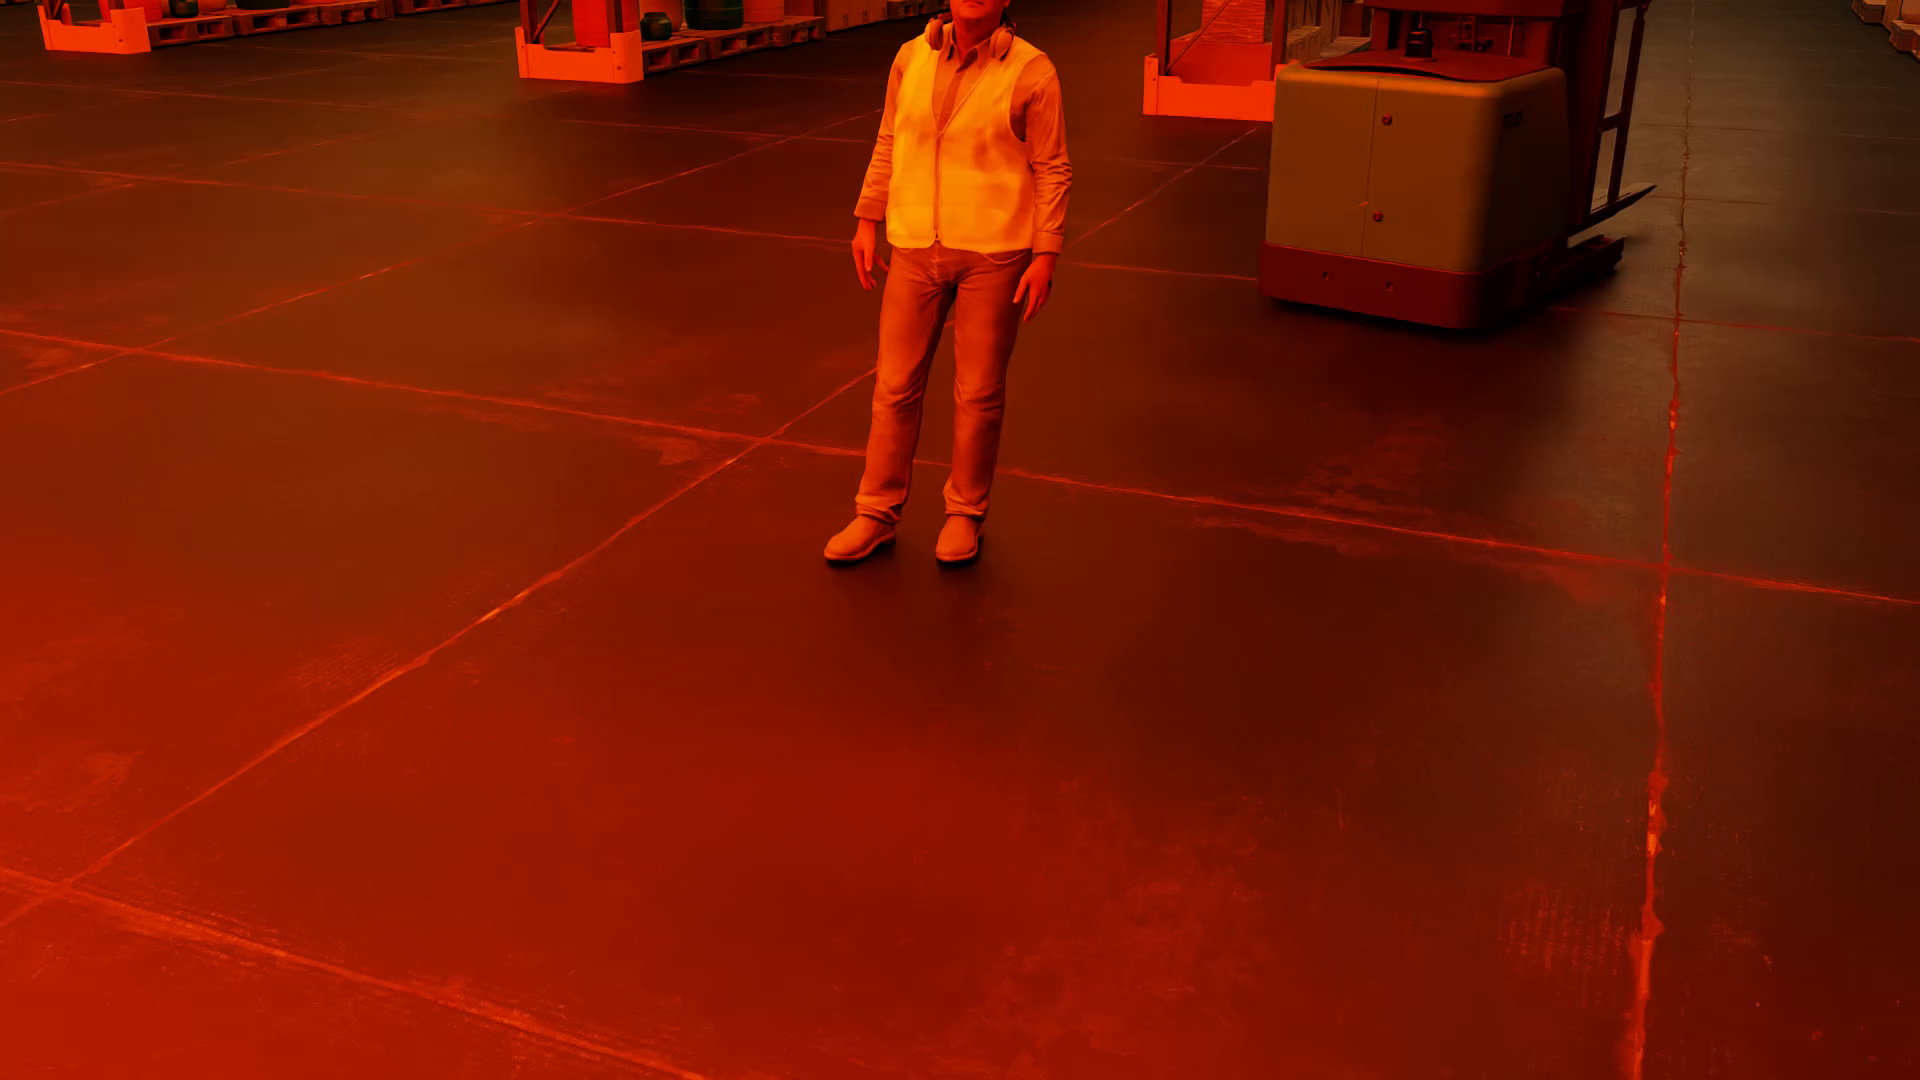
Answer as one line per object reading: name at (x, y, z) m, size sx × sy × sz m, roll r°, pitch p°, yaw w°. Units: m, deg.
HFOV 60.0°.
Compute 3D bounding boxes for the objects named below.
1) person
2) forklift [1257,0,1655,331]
person at (-0.031, -0.805, 4.698) m, size 0.632 × 1.773 × 0.568 m, roll 9°, pitch 24°, yaw 21°
forklift at (2.668, -2.746, 7.862) m, size 1.130 × 2.935 × 3.031 m, roll 17°, pitch 28°, yaw 35°
